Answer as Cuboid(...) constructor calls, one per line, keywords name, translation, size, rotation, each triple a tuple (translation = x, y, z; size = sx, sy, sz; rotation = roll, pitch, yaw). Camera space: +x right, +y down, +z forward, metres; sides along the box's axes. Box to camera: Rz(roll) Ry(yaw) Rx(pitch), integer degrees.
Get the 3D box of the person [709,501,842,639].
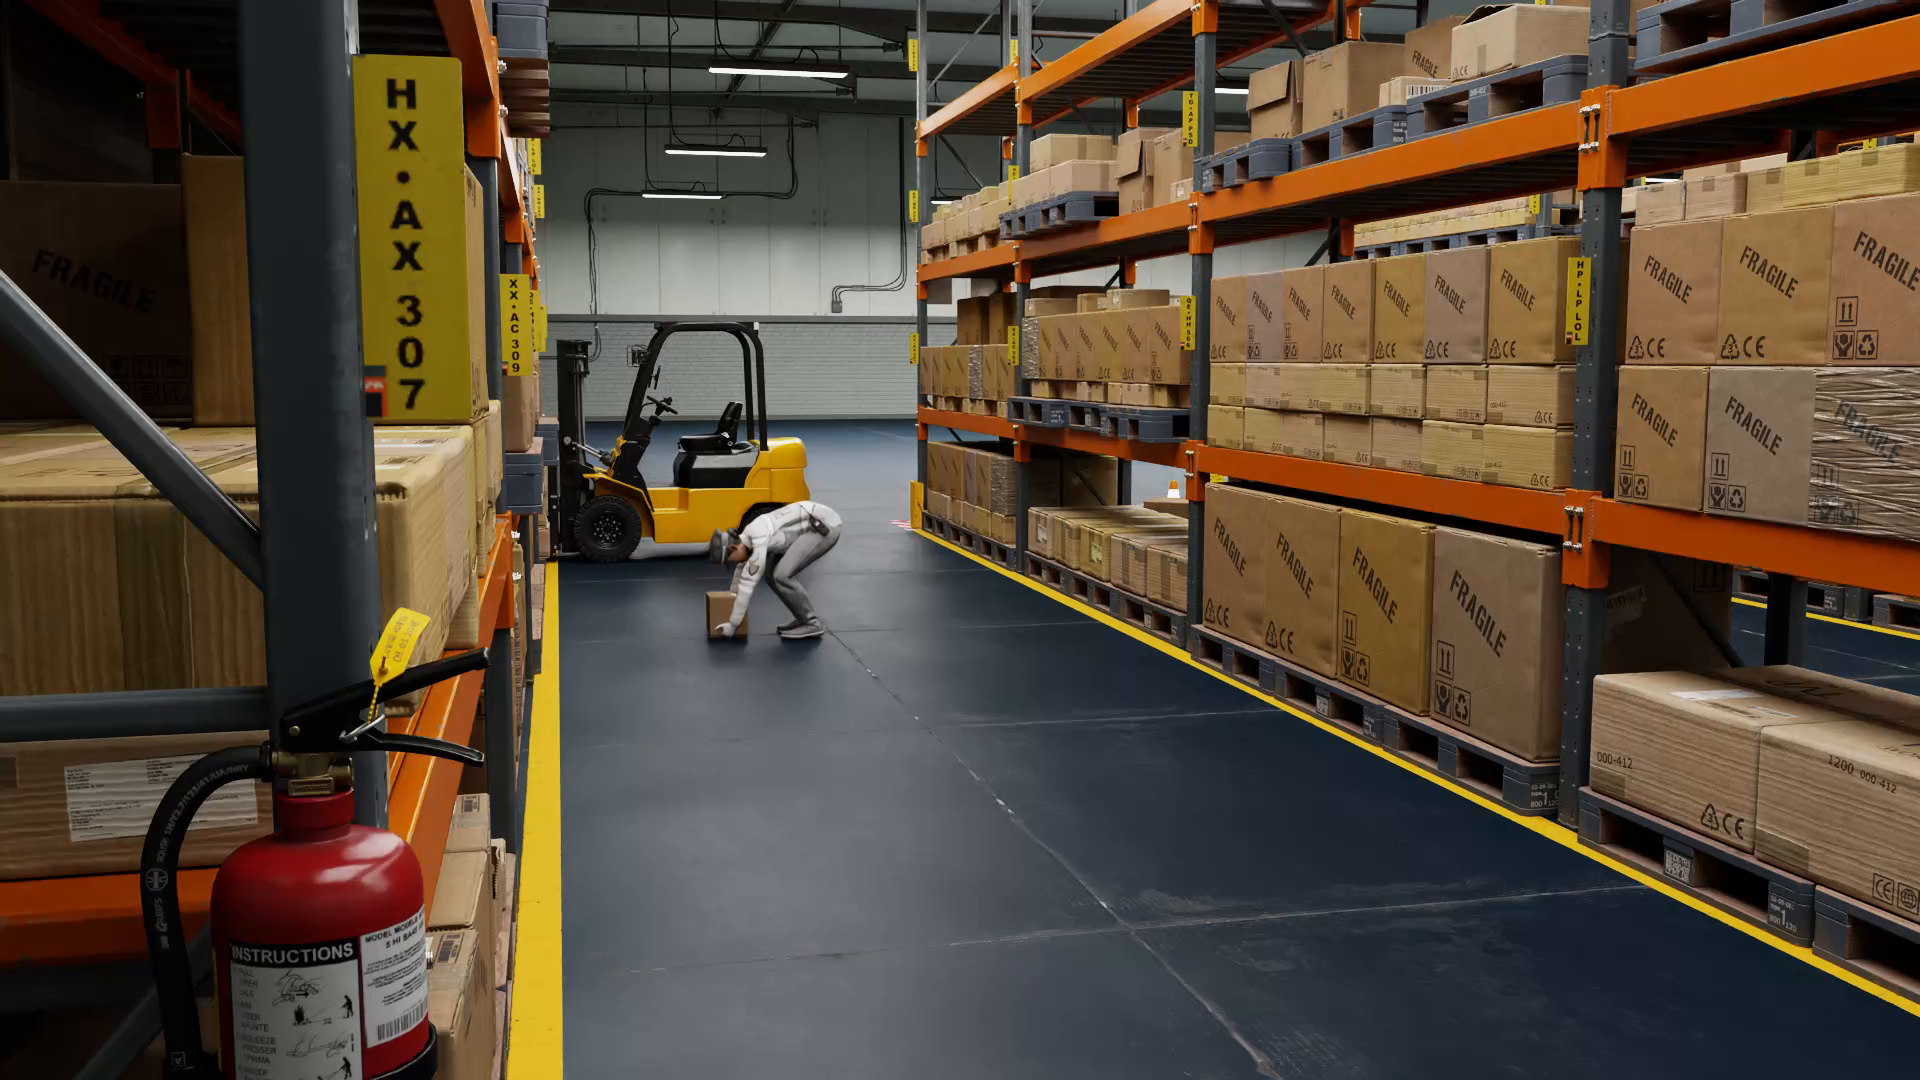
Cuboid(name="person", translation=(-1.213, 0.198, 10.941), size=(0.878, 0.889, 0.462), rotation=(-2, 6, -16))
